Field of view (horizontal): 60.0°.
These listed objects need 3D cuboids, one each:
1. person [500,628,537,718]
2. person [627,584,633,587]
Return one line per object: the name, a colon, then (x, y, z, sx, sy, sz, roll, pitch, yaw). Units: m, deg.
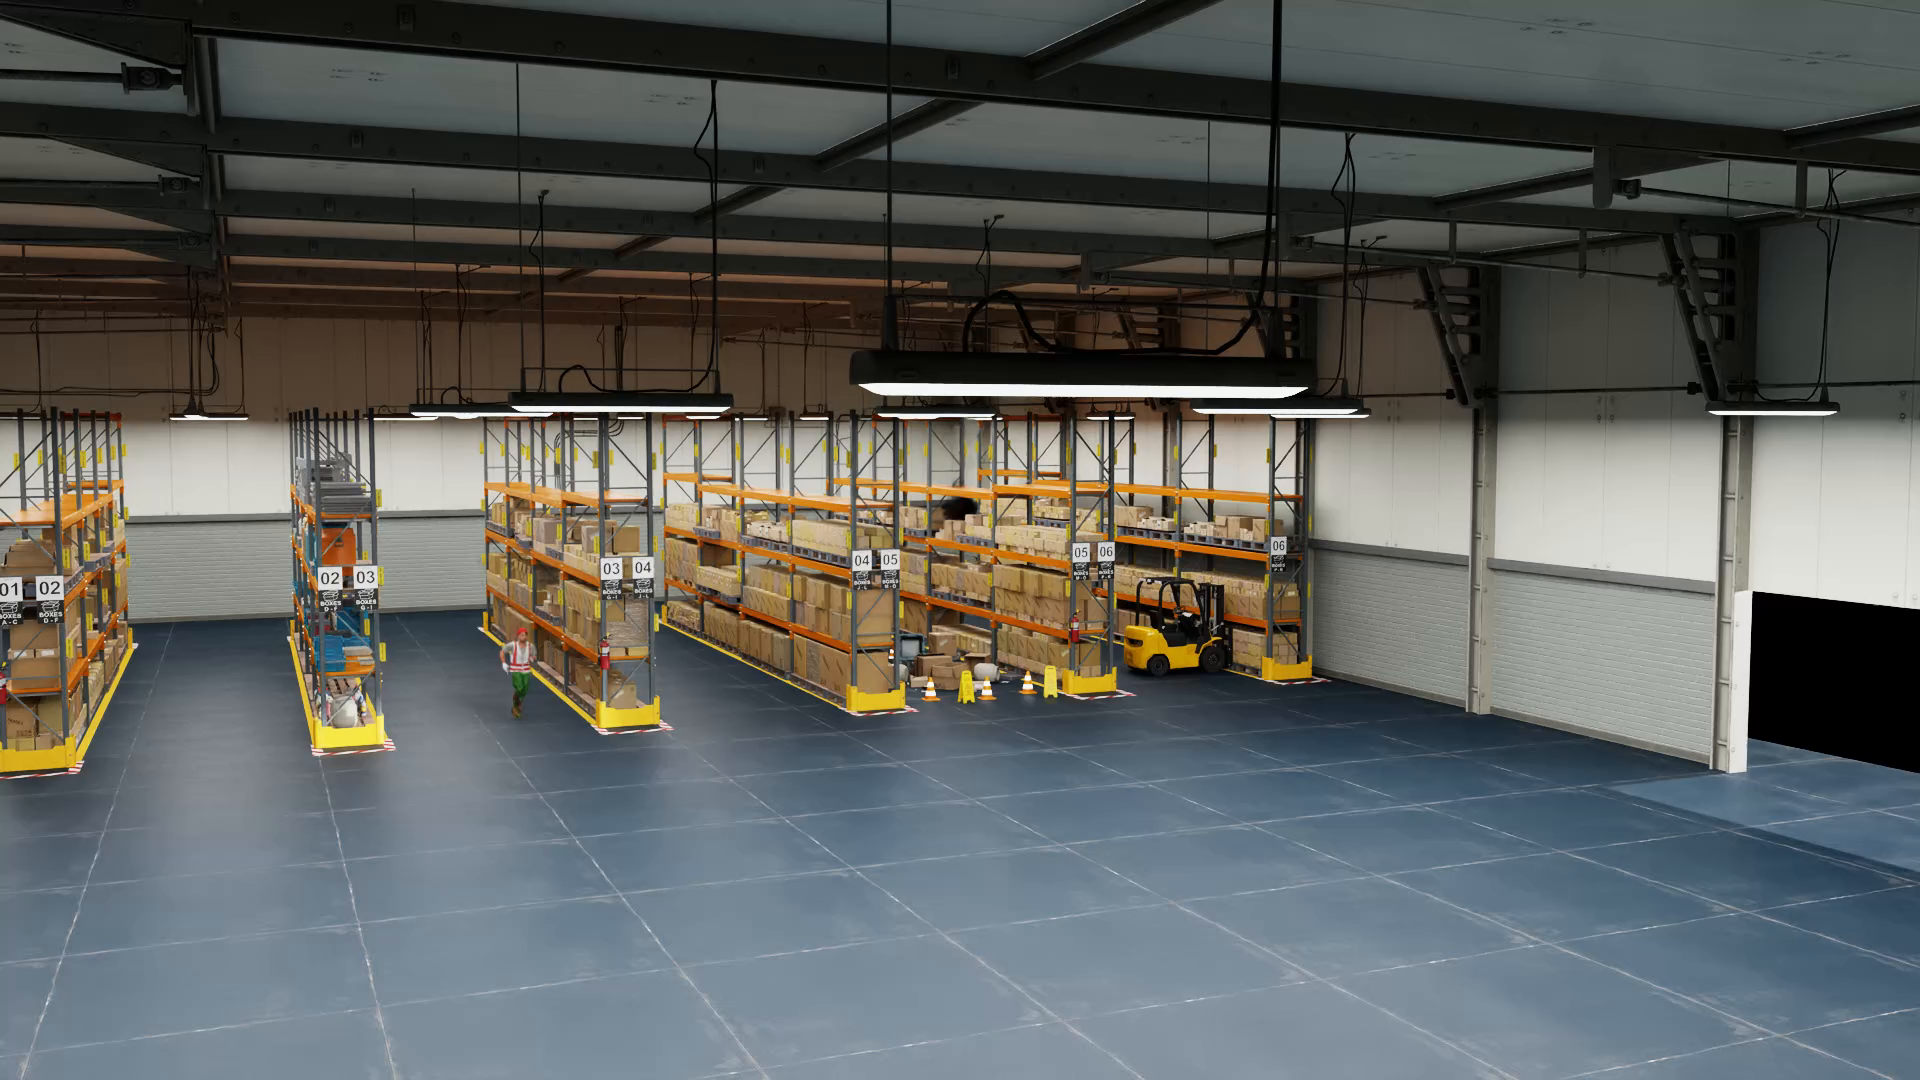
person: (-8.523, 2.575, 32.258, 0.647, 1.750, 0.735, -3, 5, -37)
person: (-9.548, 1.501, 47.831, 0.723, 1.800, 0.847, 2, 4, 24)
